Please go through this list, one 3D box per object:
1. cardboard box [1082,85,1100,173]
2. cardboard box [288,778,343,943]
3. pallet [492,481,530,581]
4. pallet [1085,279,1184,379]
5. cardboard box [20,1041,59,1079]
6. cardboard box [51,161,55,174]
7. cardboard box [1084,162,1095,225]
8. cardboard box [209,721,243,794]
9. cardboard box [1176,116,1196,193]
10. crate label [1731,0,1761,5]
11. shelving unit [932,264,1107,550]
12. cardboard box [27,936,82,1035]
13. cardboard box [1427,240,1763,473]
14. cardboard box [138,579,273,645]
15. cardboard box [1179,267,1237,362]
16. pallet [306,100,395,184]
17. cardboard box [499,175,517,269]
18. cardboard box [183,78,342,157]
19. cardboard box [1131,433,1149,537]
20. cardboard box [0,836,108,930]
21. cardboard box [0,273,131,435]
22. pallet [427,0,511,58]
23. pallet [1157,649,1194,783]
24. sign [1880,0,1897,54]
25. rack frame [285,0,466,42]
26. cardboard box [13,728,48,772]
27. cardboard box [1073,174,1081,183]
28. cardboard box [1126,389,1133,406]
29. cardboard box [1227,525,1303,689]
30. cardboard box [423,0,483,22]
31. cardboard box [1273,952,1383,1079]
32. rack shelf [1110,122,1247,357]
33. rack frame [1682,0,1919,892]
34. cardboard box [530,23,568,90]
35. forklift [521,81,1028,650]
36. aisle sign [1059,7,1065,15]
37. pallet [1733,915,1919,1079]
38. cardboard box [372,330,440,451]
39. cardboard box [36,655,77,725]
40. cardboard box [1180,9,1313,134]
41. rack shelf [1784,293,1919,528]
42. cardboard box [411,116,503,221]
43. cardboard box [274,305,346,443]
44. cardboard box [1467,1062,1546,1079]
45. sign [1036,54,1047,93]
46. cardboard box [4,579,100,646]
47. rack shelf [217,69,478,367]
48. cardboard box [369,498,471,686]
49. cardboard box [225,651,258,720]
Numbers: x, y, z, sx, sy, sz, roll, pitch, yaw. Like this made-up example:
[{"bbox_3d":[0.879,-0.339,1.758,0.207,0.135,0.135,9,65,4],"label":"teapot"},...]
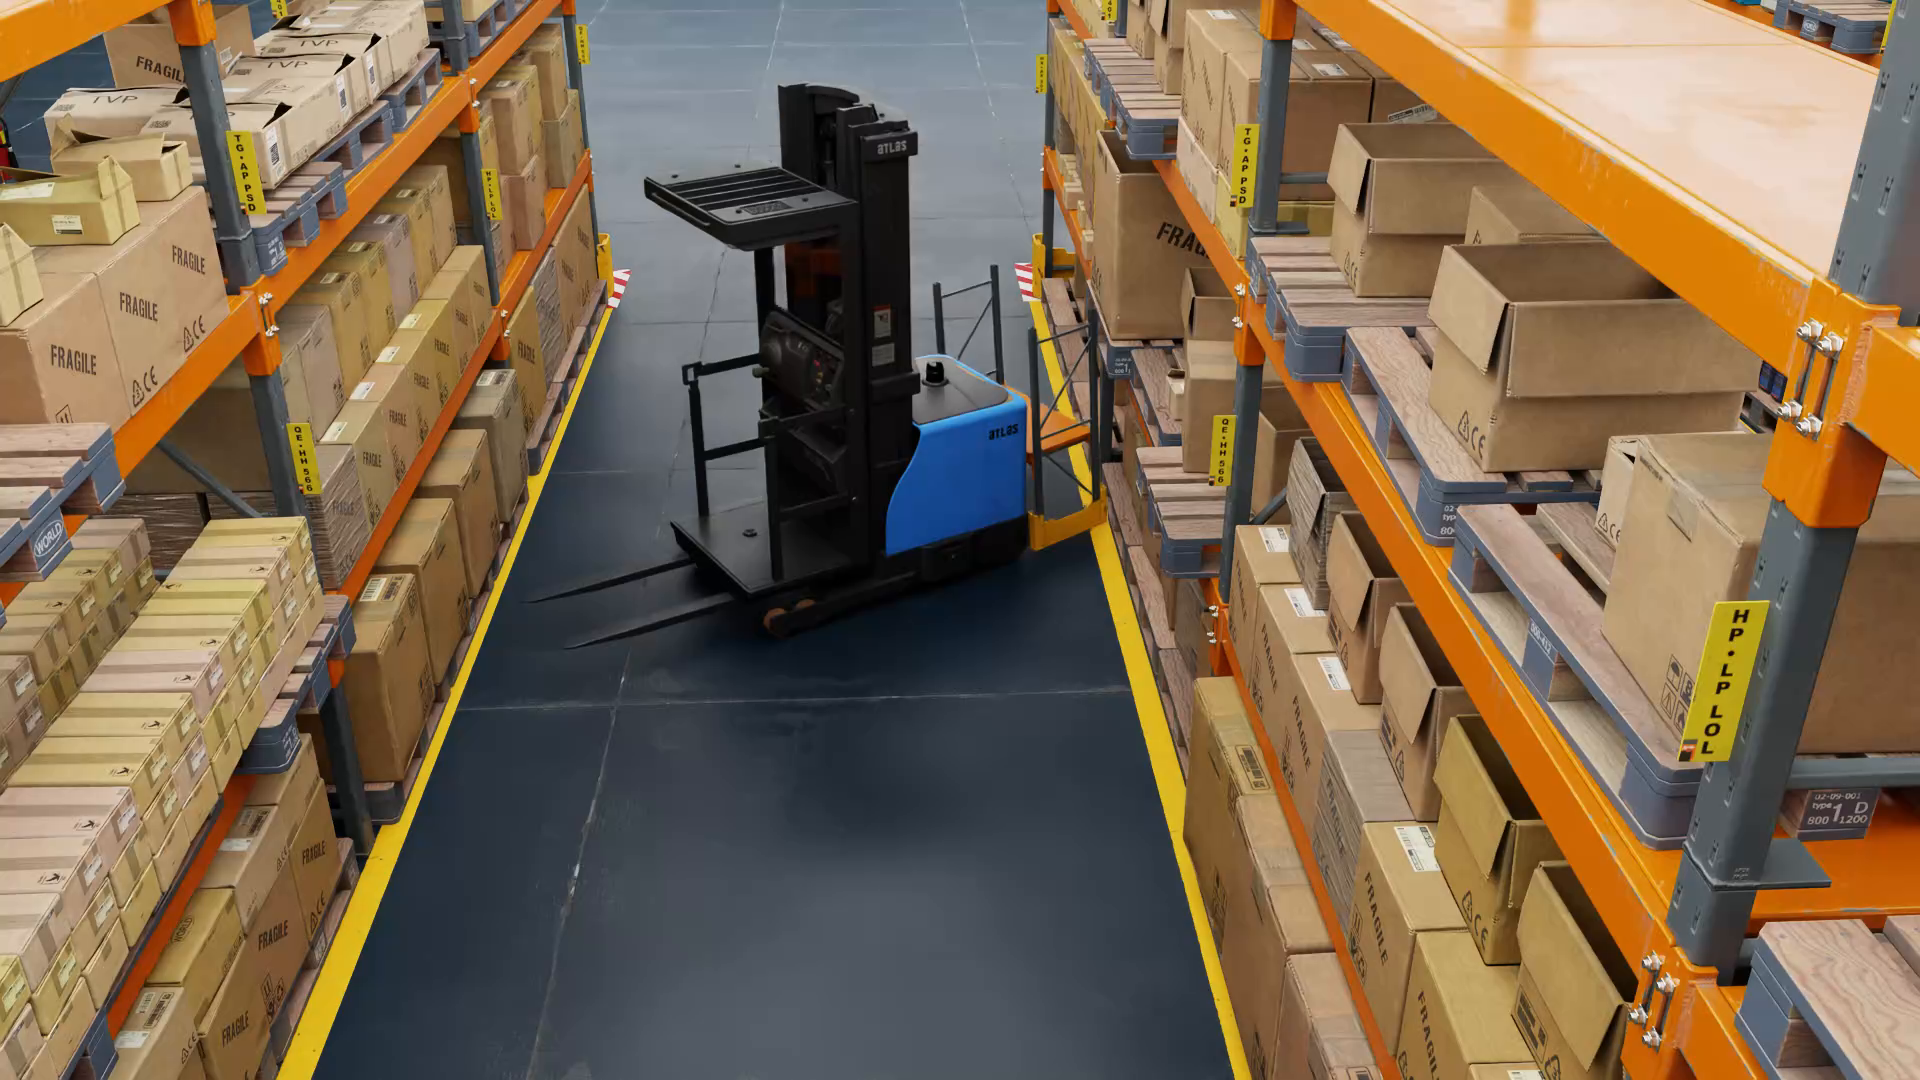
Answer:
[{"bbox_3d":[1.124,-2.816,11.394,0.500,0.500,0.500,-1,28,-3],"label":"cardboard box"},{"bbox_3d":[-3.004,1.376,7.118,0.500,0.500,0.500,-2,28,-3],"label":"cardboard box"},{"bbox_3d":[-3.393,-0.100,10.714,1.003,0.211,1.213,-1,28,-3],"label":"pallet"},{"bbox_3d":[1.345,-1.323,10.250,1.003,0.211,1.213,-1,28,-3],"label":"pallet"},{"bbox_3d":[-2.681,1.492,4.463,0.380,0.149,0.250,-1,28,-2],"label":"cardboard box"},{"bbox_3d":[-3.551,-1.572,6.968,0.380,0.166,0.250,-1,28,-3],"label":"cardboard box"},{"bbox_3d":[1.371,-2.610,12.081,0.875,0.500,0.500,-1,28,-3],"label":"cardboard box"},{"bbox_3d":[-2.765,0.771,5.846,0.380,0.149,0.250,-3,28,-5],"label":"cardboard box"},{"bbox_3d":[1.326,-1.855,7.982,0.500,0.250,0.500,-1,28,-1],"label":"cardboard box"},{"bbox_3d":[5.955,-4.123,12.328,0.502,0.251,0.408,-1,28,-3],"label":"crate label"},{"bbox_3d":[0.377,-0.879,10.770,0.587,1.500,1.083,-22,34,-28],"label":"shelving unit"},{"bbox_3d":[-2.696,1.245,4.616,0.380,0.149,0.250,-3,28,-5],"label":"cardboard box"},{"bbox_3d":[1.787,-0.536,4.725,0.797,0.503,0.637,-2,28,-3],"label":"cardboard box"},{"bbox_3d":[-2.792,0.270,6.164,0.380,0.149,0.250,-1,28,-1],"label":"cardboard box"},{"bbox_3d":[1.633,-1.198,9.238,0.797,0.503,0.637,1,28,3],"label":"cardboard box"},{"bbox_3d":[-3.448,-1.903,8.115,1.003,0.211,1.213,0,28,0],"label":"pallet"},{"bbox_3d":[-3.591,-2.181,11.526,0.875,0.550,0.550,-1,28,-3],"label":"cardboard box"},{"bbox_3d":[-3.144,-1.909,7.523,0.500,0.250,0.500,-1,28,-1],"label":"cardboard box"},{"bbox_3d":[1.467,-0.346,10.398,0.700,0.500,0.500,-2,28,-3],"label":"cardboard box"},{"bbox_3d":[-2.708,0.991,4.781,0.380,0.149,0.250,-2,28,-3],"label":"cardboard box"},{"bbox_3d":[-2.955,-0.499,5.112,0.500,0.500,0.500,-1,28,-3],"label":"cardboard box"},{"bbox_3d":[-3.541,-3.360,10.801,1.003,0.211,1.213,-1,28,-3],"label":"pallet"},{"bbox_3d":[1.620,0.958,8.684,1.003,0.211,1.213,-1,28,-3],"label":"pallet"},{"bbox_3d":[5.846,-3.210,10.407,0.100,0.325,0.005,-1,28,-3],"label":"sign"},{"bbox_3d":[-3.508,-4.351,9.362,1.000,3.000,0.127,-1,28,-3],"label":"rack frame"},{"bbox_3d":[-3.417,0.789,5.812,0.380,0.149,0.250,-1,28,-1],"label":"cardboard box"},{"bbox_3d":[1.090,-2.786,13.119,0.380,0.149,0.250,-1,28,-3],"label":"cardboard box"},{"bbox_3d":[1.469,-1.028,11.726,0.500,0.500,0.500,-2,28,-4],"label":"cardboard box"},{"bbox_3d":[1.413,0.270,6.881,0.500,0.500,0.500,-1,28,-1],"label":"cardboard box"},{"bbox_3d":[-3.188,-3.317,10.331,0.380,0.149,0.250,-2,28,-3],"label":"cardboard box"},{"bbox_3d":[1.767,1.978,5.557,1.225,0.875,0.875,-2,28,-4],"label":"cardboard box"},{"bbox_3d":[1.554,-1.852,8.591,1.077,0.370,4.000,-1,28,-3],"label":"rack shelf"},{"bbox_3d":[1.868,-0.730,2.418,1.000,3.000,0.127,-1,28,-3],"label":"rack frame"},{"bbox_3d":[-3.737,-3.912,13.676,0.875,0.550,0.550,-1,28,-3],"label":"cardboard box"},{"bbox_3d":[-1.091,-1.014,9.524,3.031,2.935,1.130,-17,32,-29],"label":"forklift"},{"bbox_3d":[0.938,-4.786,13.871,0.394,0.787,0.004,-1,28,-3],"label":"aisle sign"},{"bbox_3d":[1.900,1.018,2.408,1.003,0.211,1.213,-1,28,-3],"label":"pallet"},{"bbox_3d":[-3.133,-0.800,8.932,0.500,0.500,0.500,-2,28,-3],"label":"cardboard box"},{"bbox_3d":[-3.428,0.542,5.963,0.380,0.149,0.250,-1,28,-2],"label":"cardboard box"},{"bbox_3d":[1.336,-2.193,7.819,0.500,0.500,0.500,-1,28,-2],"label":"cardboard box"},{"bbox_3d":[1.972,0.690,0.906,1.077,0.370,4.000,-1,28,-3],"label":"rack shelf"},{"bbox_3d":[-3.493,-2.408,10.793,0.875,0.550,0.550,-1,28,-3],"label":"cardboard box"},{"bbox_3d":[-3.341,-0.773,7.799,0.700,0.500,0.500,-2,28,-3],"label":"cardboard box"},{"bbox_3d":[1.571,1.676,4.184,0.500,0.500,0.500,-1,28,-2],"label":"cardboard box"},{"bbox_3d":[0.699,-3.982,14.206,0.100,0.325,0.005,-1,28,-3],"label":"sign"},{"bbox_3d":[-3.444,0.273,6.157,0.380,0.149,0.250,-2,28,-3],"label":"cardboard box"},{"bbox_3d":[-3.404,-1.779,8.451,1.077,0.370,4.000,-1,28,-3],"label":"rack shelf"},{"bbox_3d":[-3.291,0.280,8.948,1.050,0.750,0.750,-1,28,-2],"label":"cardboard box"},{"bbox_3d":[-2.775,0.527,5.993,0.380,0.149,0.250,-1,28,-3],"label":"cardboard box"}]
